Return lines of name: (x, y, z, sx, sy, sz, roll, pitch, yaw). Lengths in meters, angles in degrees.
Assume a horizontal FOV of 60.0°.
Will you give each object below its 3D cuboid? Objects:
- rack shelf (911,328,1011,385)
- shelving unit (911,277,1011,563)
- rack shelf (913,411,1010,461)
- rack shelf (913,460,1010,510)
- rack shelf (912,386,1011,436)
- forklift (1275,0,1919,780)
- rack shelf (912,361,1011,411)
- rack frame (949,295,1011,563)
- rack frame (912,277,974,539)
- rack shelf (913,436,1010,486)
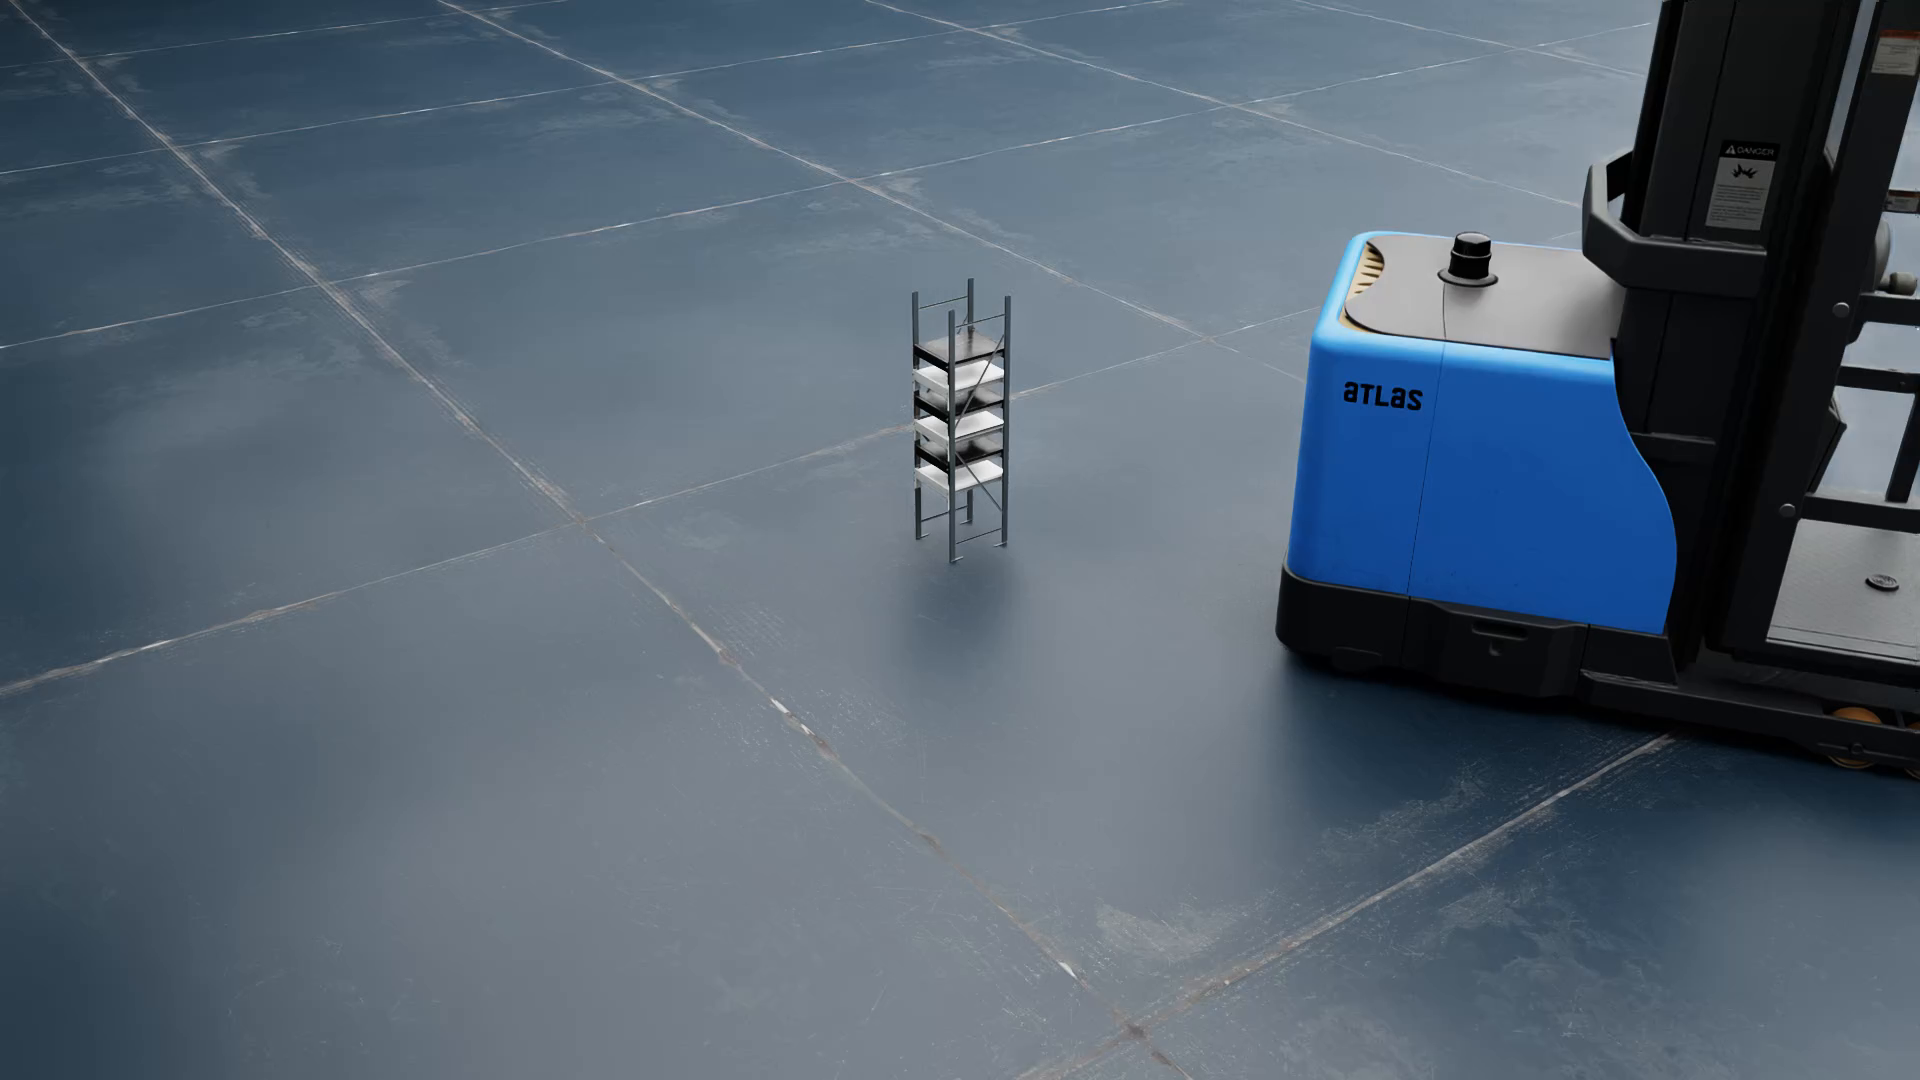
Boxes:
rack shelf: (0.005, -0.600, 5.416, 0.258, 0.077, 0.200, -19, 34, -31)
shelving unit: (0.005, -0.392, 5.529, 0.258, 0.900, 0.210, -19, 34, -31)
rack shelf: (0.005, -0.363, 5.545, 0.258, 0.077, 0.200, -19, 34, -31)
rack shelf: (0.005, -0.205, 5.631, 0.258, 0.077, 0.200, -19, 34, -31)
rack shelf: (0.005, -0.442, 5.502, 0.258, 0.077, 0.200, -19, 34, -31)
forklift: (2.537, -0.914, 4.361, 3.031, 2.935, 1.130, 9, 30, 16)
rack shelf: (0.005, -0.521, 5.459, 0.258, 0.077, 0.200, -19, 34, -31)
rack frame: (0.064, -0.353, 5.457, 0.240, 0.900, 0.006, -19, 34, -31)
rack frame: (-0.054, -0.432, 5.602, 0.240, 0.900, 0.006, -19, 34, -31)
rack shelf: (0.005, -0.284, 5.588, 0.258, 0.077, 0.200, -19, 34, -31)
